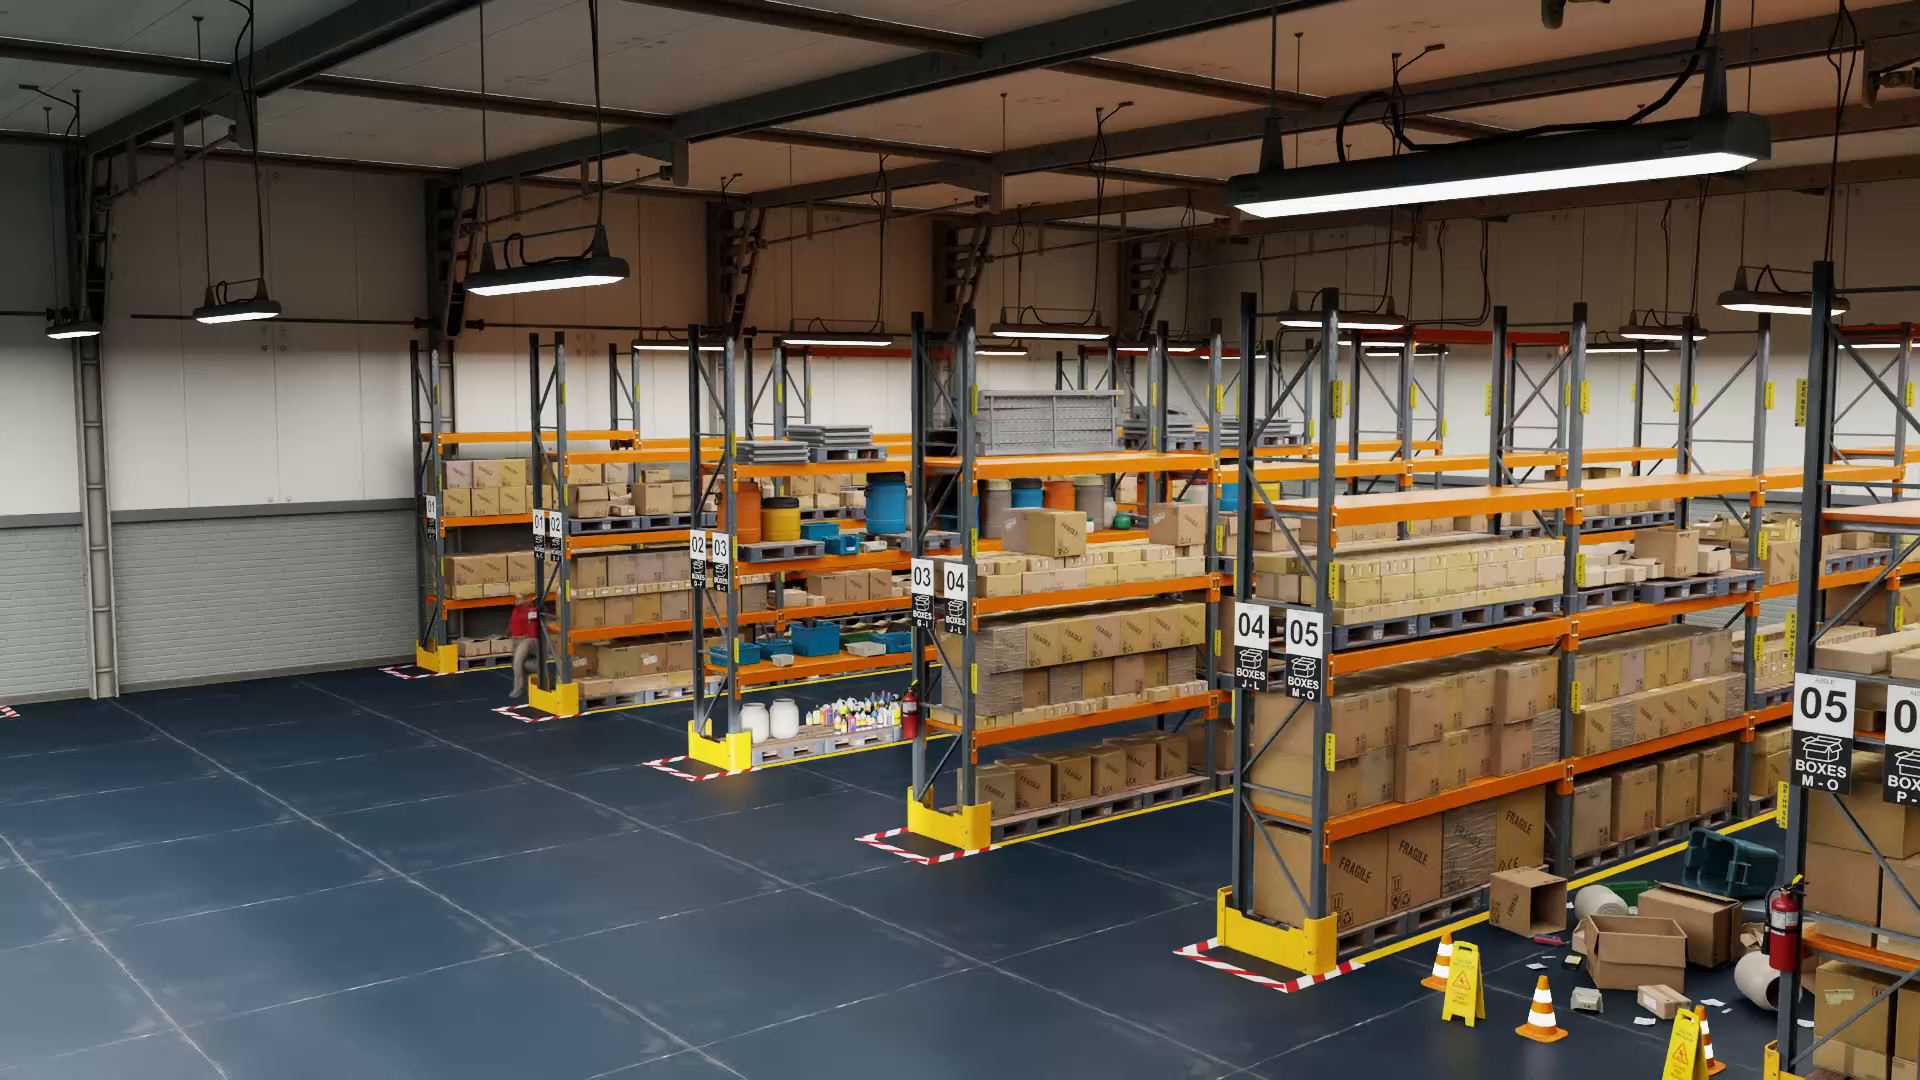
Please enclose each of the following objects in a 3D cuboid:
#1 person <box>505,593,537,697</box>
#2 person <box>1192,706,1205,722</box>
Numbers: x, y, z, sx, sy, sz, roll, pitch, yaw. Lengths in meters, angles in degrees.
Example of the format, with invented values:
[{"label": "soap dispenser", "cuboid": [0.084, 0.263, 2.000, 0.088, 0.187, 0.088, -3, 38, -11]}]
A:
[{"label": "person", "cuboid": [-7.316, 1.782, 27.972, 0.701, 1.662, 0.851, 4, 7, 38]}, {"label": "person", "cuboid": [3.586, 1.799, 24.096, 0.647, 1.736, 0.706, -5, 7, -45]}]
